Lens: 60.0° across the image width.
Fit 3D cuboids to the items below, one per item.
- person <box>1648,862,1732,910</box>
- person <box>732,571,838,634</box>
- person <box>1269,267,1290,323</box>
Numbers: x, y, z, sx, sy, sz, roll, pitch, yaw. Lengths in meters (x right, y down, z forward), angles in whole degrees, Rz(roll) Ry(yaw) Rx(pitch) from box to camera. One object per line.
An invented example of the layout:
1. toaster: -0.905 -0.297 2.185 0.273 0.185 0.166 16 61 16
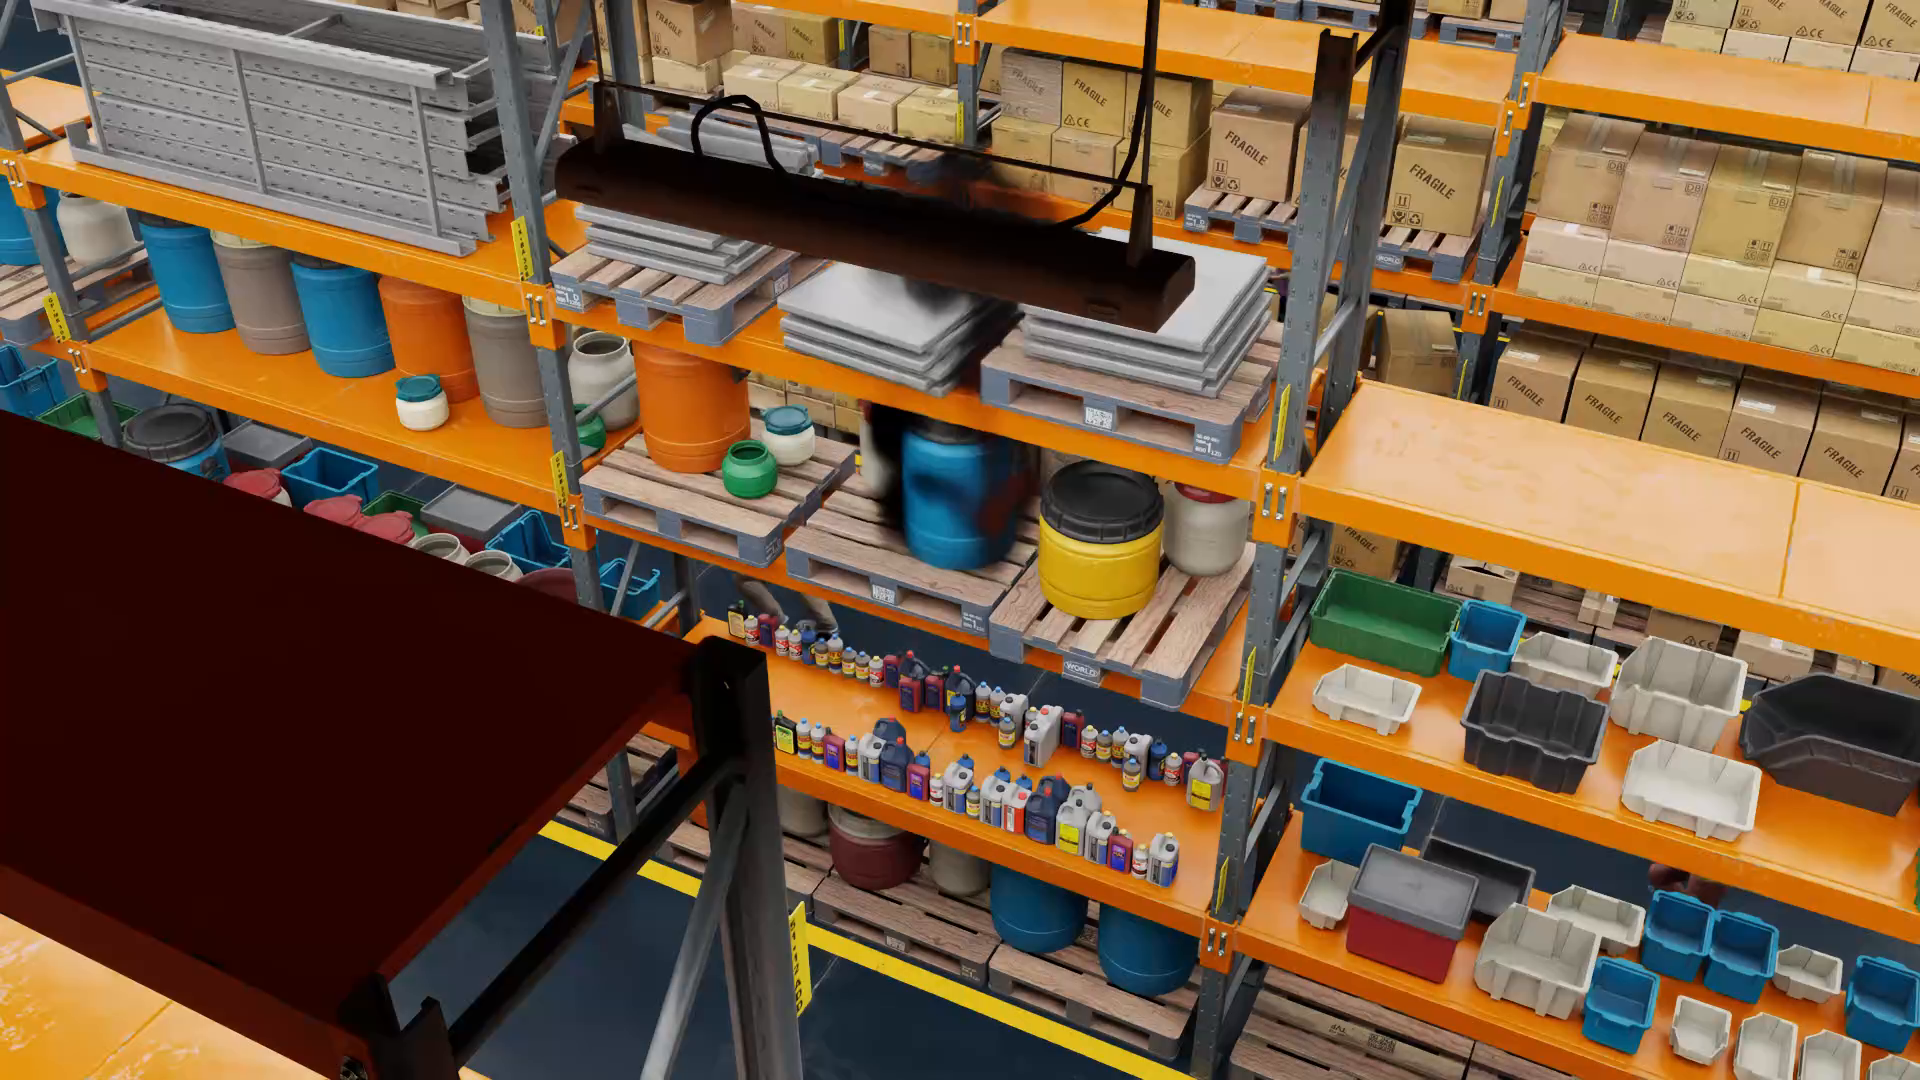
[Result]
1. person: 4.361 1.886 9.742 0.623 1.647 0.588 18 39 24
2. person: -1.388 -0.001 12.430 0.929 1.663 0.591 12 37 16
3. person: 3.247 -2.374 15.893 0.844 1.594 0.519 10 36 14
